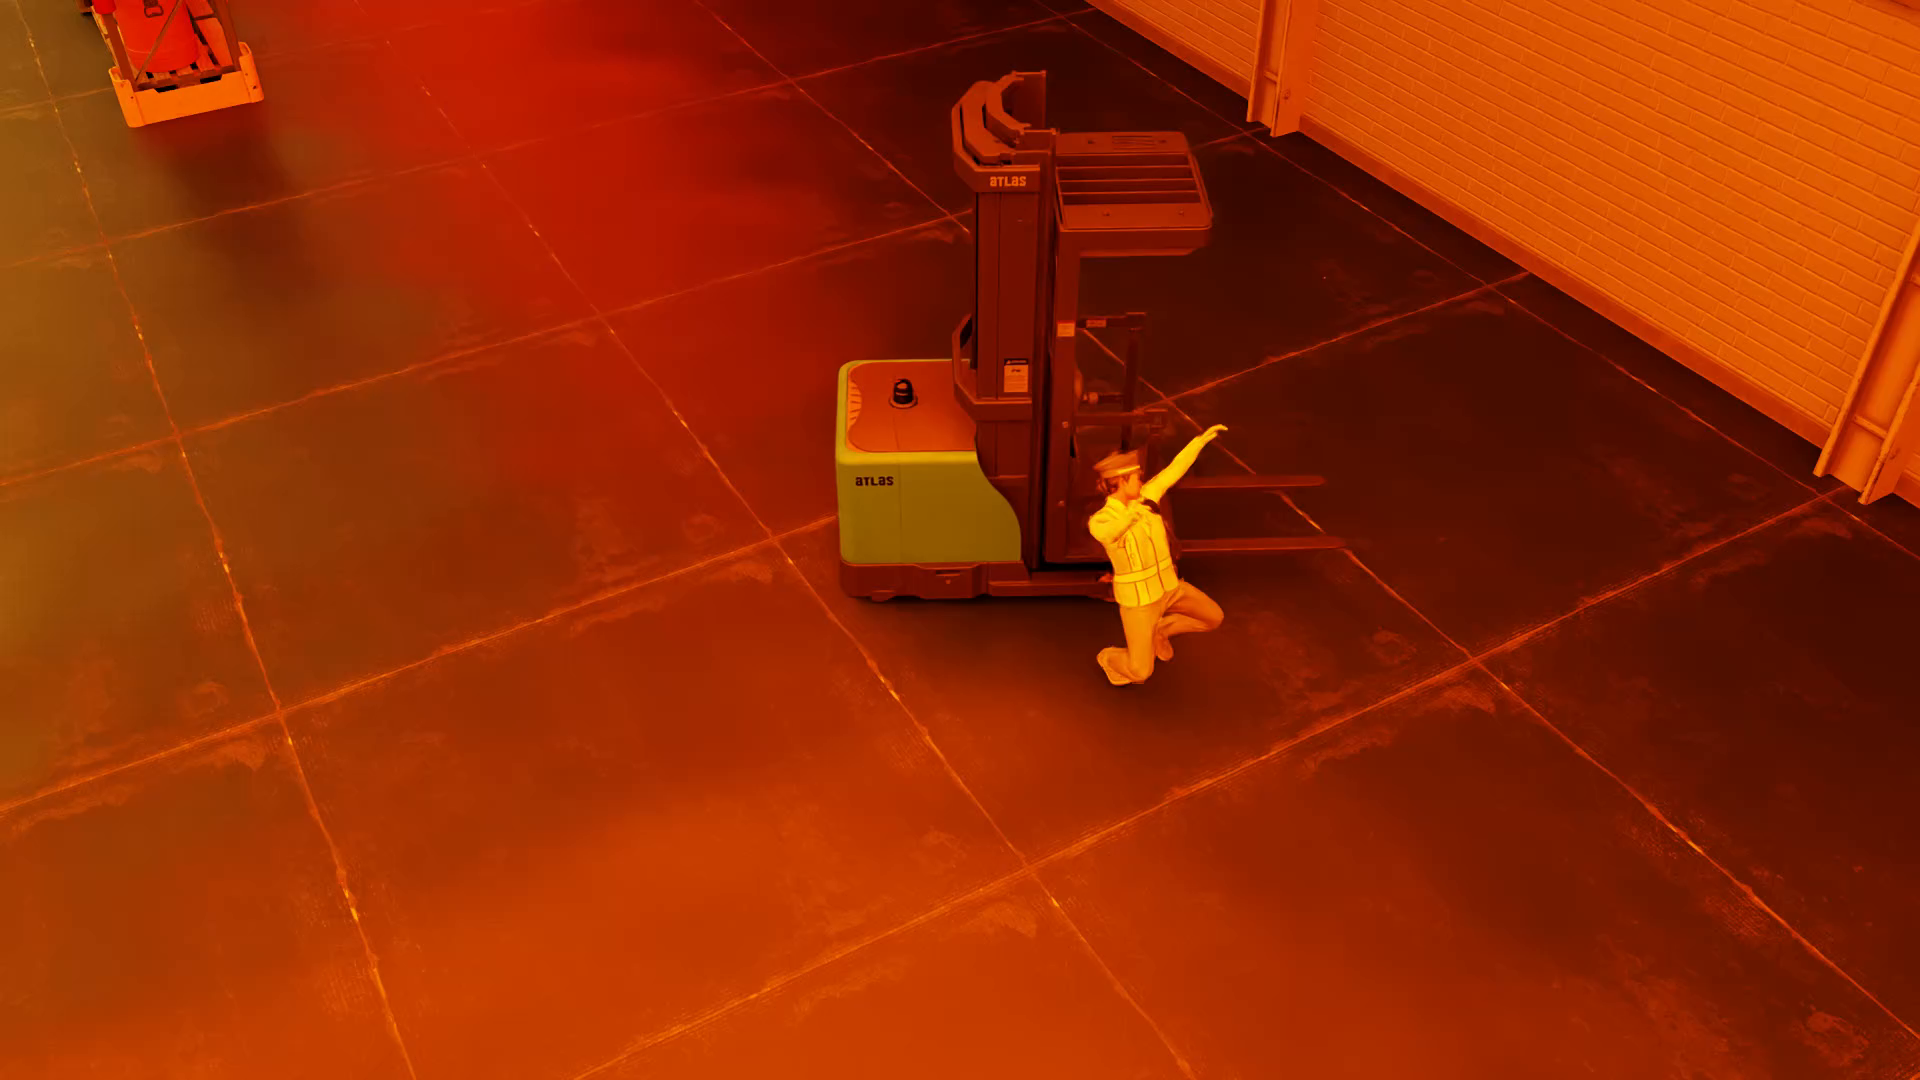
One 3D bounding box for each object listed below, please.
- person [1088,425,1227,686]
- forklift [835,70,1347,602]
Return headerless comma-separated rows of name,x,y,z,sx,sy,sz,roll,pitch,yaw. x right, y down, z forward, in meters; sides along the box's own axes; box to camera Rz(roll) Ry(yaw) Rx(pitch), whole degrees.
person,1.010,0.126,8.979,0.874,1.534,0.764,-31,49,-32
forklift,0.789,-1.103,9.365,3.031,2.935,1.130,-1,40,-1
